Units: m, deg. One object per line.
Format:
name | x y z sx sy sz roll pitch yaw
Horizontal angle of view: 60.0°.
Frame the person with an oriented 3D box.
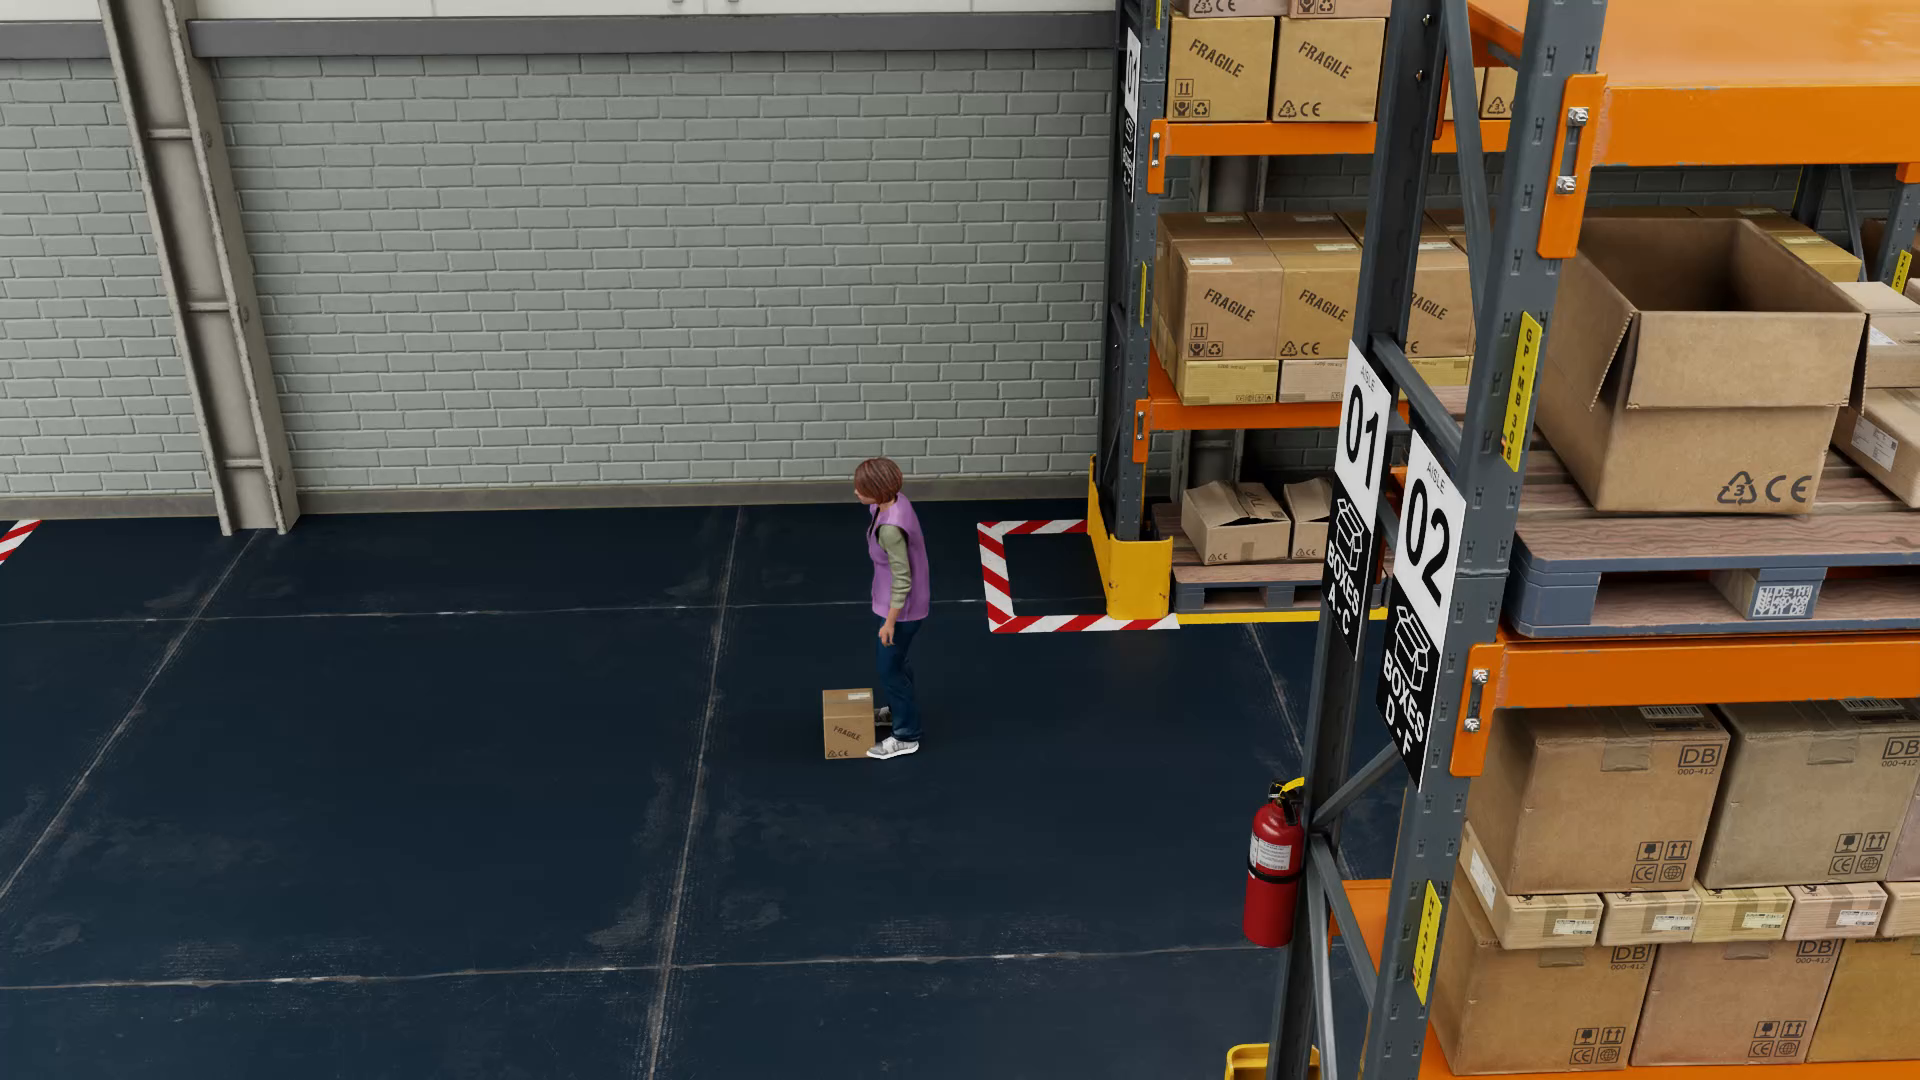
person | -0.321 0.317 8.034 0.343 1.594 0.477 -2 28 -5
